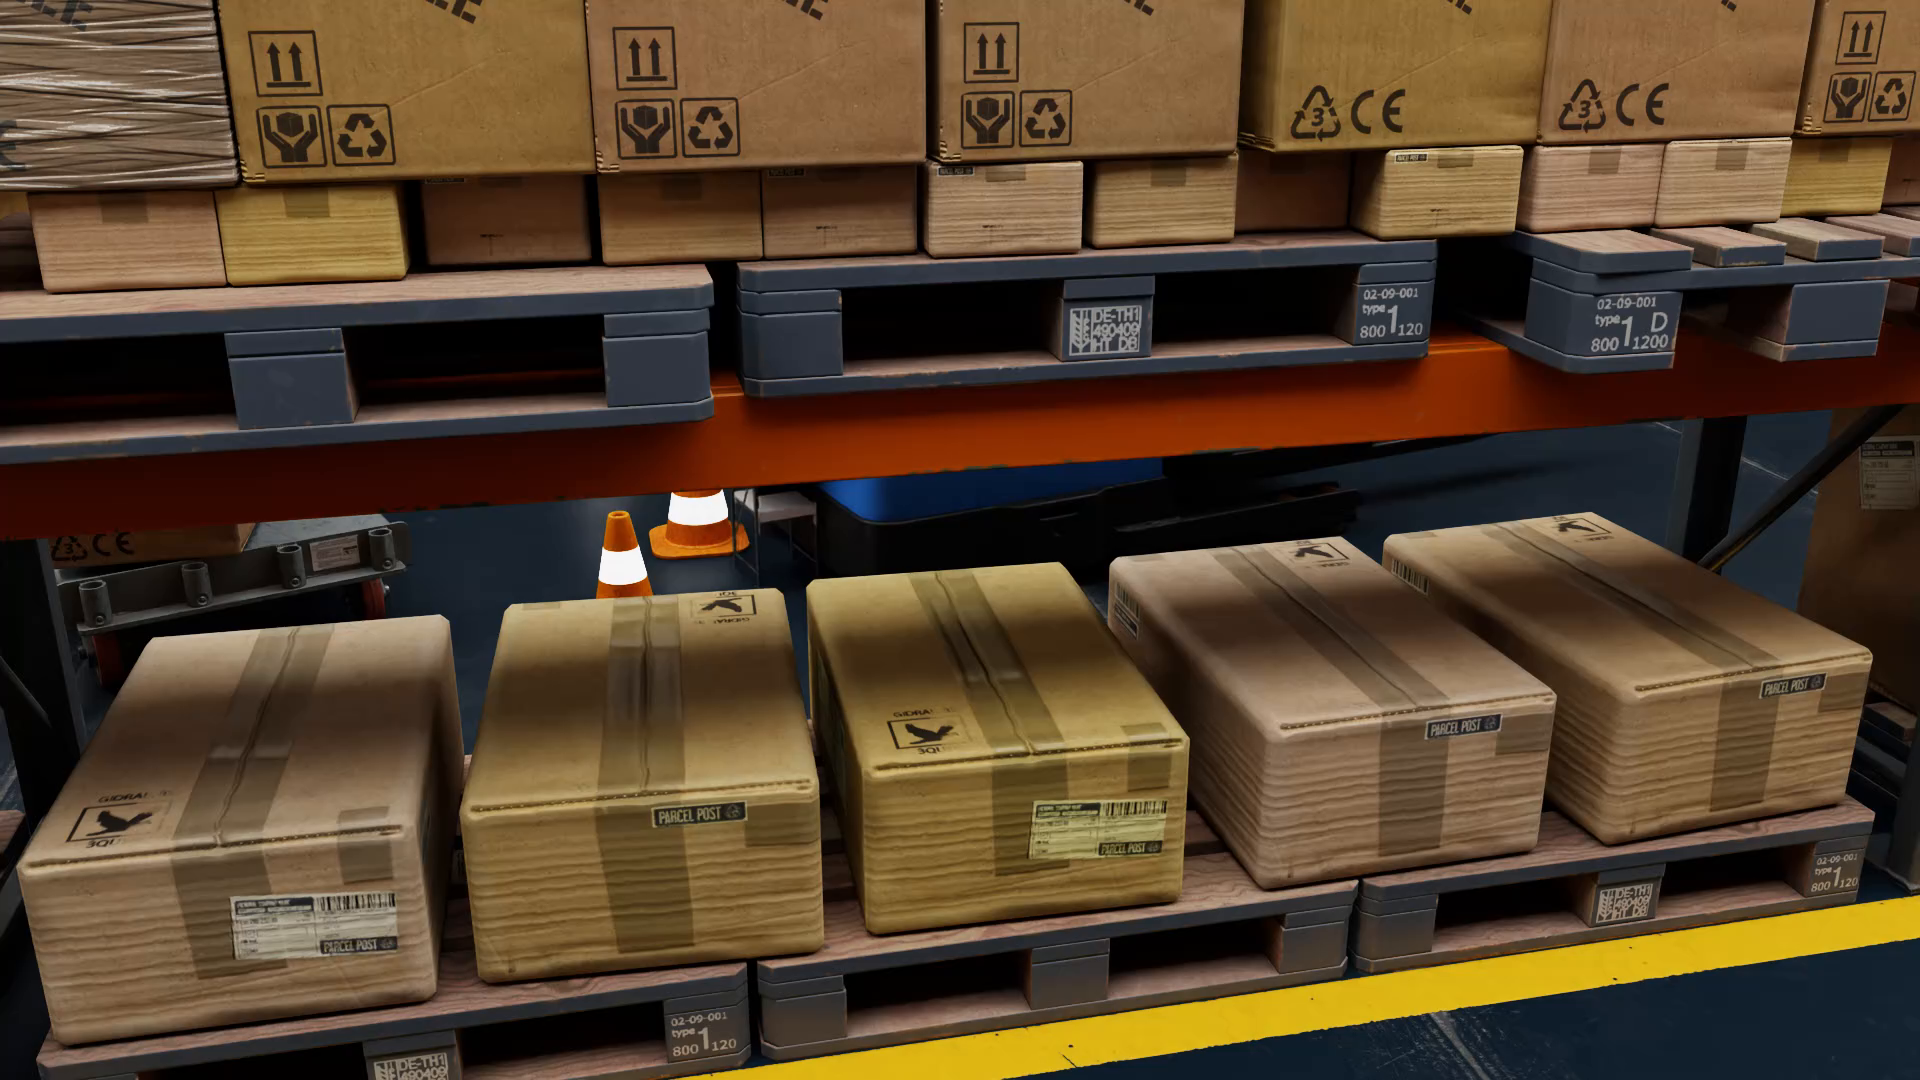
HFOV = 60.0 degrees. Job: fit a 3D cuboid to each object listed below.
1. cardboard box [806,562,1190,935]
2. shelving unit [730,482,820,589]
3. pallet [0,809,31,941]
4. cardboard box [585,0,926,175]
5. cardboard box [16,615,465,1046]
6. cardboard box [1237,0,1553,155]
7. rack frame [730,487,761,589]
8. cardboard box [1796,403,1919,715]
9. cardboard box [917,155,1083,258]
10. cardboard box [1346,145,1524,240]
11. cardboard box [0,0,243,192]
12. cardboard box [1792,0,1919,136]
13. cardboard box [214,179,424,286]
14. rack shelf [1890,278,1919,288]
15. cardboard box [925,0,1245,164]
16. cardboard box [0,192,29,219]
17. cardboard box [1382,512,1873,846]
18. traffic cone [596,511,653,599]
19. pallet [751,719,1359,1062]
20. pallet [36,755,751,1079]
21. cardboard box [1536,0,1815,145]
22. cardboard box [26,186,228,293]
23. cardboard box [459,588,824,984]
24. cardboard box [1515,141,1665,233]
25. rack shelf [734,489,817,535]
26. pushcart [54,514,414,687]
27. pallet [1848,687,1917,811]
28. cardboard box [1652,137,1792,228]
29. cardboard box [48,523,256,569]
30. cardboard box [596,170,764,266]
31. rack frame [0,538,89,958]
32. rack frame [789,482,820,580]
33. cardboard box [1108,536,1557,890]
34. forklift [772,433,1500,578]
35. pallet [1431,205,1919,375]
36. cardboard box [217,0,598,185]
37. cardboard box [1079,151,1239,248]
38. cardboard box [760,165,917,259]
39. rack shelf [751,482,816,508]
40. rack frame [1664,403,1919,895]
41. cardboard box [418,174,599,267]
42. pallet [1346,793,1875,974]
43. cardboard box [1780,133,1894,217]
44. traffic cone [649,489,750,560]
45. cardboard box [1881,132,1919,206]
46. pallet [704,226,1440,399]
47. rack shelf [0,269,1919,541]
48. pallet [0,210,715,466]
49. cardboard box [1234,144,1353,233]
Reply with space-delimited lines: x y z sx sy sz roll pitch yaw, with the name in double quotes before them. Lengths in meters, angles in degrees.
"cardboard box" 0.038 0.401 3.568 0.625 0.372 0.950 -4 20 -11
"shelving unit" -0.607 -0.305 5.340 0.210 0.900 0.258 -10 22 -26
"pallet" -2.492 0.895 3.065 1.213 0.211 1.003 -5 21 -12
"cardboard box" -0.353 -0.879 2.664 0.500 0.500 0.500 -5 21 -13
"cardboard box" -1.337 0.515 3.258 0.625 0.372 0.950 -4 21 -12
"cardboard box" 0.676 -0.966 2.902 0.500 0.500 0.500 -6 21 -16
"rack frame" -0.697 -0.289 5.296 0.006 0.900 0.240 -10 22 -26
"cardboard box" 2.737 -0.022 3.993 0.875 0.875 0.875 -5 21 -13
"cardboard box" 0.039 -0.590 2.820 0.250 0.149 0.380 -4 20 -10
"cardboard box" 0.791 -0.646 2.973 0.250 0.149 0.380 -4 21 -12
"cardboard box" -1.324 -0.804 2.461 0.500 0.500 0.500 -4 21 -11
"cardboard box" 1.668 -1.051 3.134 0.500 0.500 0.500 -5 21 -14
"cardboard box" -0.991 -0.513 2.610 0.250 0.149 0.380 -4 21 -11
"rack shelf" 3.992 -0.616 4.182 4.000 0.370 1.077 -5 21 -12
"cardboard box" 0.145 -0.923 2.785 0.500 0.500 0.500 -6 21 -15
"cardboard box" -3.712 -1.301 7.485 0.875 0.875 0.875 -4 21 -12
"cardboard box" 1.494 0.282 3.893 0.625 0.372 0.950 -6 21 -16
"traffic cone" -0.962 0.145 4.746 0.334 0.463 0.336 -5 21 -12
"pallet" 0.100 0.670 3.678 1.213 0.211 1.003 -5 21 -12
"pallet" -1.089 0.768 3.412 1.213 0.211 1.003 -5 21 -12
"cardboard box" 1.167 -1.006 3.012 0.500 0.500 0.500 -5 21 -13
"cardboard box" -1.236 -0.497 2.564 0.250 0.149 0.380 -4 21 -12
"cardboard box" -0.638 0.457 3.416 0.625 0.372 0.950 -3 20 -9
"cardboard box" 1.055 -0.673 3.045 0.250 0.149 0.380 -6 21 -15
"rack shelf" -0.607 -0.105 5.413 0.200 0.077 0.258 -10 22 -26
"pushcart" -2.420 -0.007 5.286 0.936 0.377 1.648 -13 24 -31
"pallet" 2.831 0.476 4.208 1.213 0.211 1.003 -5 21 -12
"cardboard box" 1.302 -0.690 3.092 0.250 0.149 0.380 -5 21 -13
"cardboard box" -2.285 -0.255 4.682 0.500 0.500 0.500 -5 21 -12
"cardboard box" -0.473 -0.568 2.758 0.250 0.149 0.380 -4 21 -12
"rack frame" -1.847 -0.479 2.762 0.127 3.000 1.000 -5 21 -12
"rack frame" -0.517 -0.321 5.384 0.006 0.900 0.240 -10 22 -26
"cardboard box" 0.778 0.343 3.727 0.625 0.372 0.950 -5 21 -14
"forklift" 0.832 -1.519 5.701 3.031 2.935 1.130 -10 22 -26
"pallet" 1.377 -0.614 3.408 1.003 0.211 1.213 -5 21 -12
"cardboard box" -0.837 -0.844 2.570 0.500 0.500 0.500 -5 21 -12
"cardboard box" 0.292 -0.621 2.905 0.250 0.149 0.380 -5 21 -14
"cardboard box" -0.232 -0.587 2.810 0.250 0.149 0.380 -4 21 -12
"rack shelf" -0.607 -0.189 5.382 0.200 0.077 0.258 -10 22 -26
"rack frame" 2.046 -0.796 3.627 0.127 3.000 1.000 -5 21 -12
"cardboard box" -0.733 -0.561 2.741 0.250 0.149 0.380 -3 20 -9
"pallet" 1.285 0.575 3.939 1.213 0.211 1.003 -5 21 -12
"cardboard box" 1.537 -0.725 3.188 0.250 0.149 0.380 -4 21 -12
"traffic cone" -0.910 -0.213 5.722 0.334 0.463 0.336 -5 21 -12
"cardboard box" 1.781 -0.770 3.312 0.250 0.149 0.380 -4 20 -10
"pallet" 0.129 -0.536 3.194 1.213 0.211 1.003 -5 21 -12
"rack shelf" 0.100 -0.300 3.318 4.000 0.370 1.077 -5 21 -12
"pallet" -1.069 -0.401 2.828 1.213 0.211 1.003 -5 21 -12
"cardboard box" 0.517 -0.669 3.034 0.250 0.149 0.380 -4 21 -12
